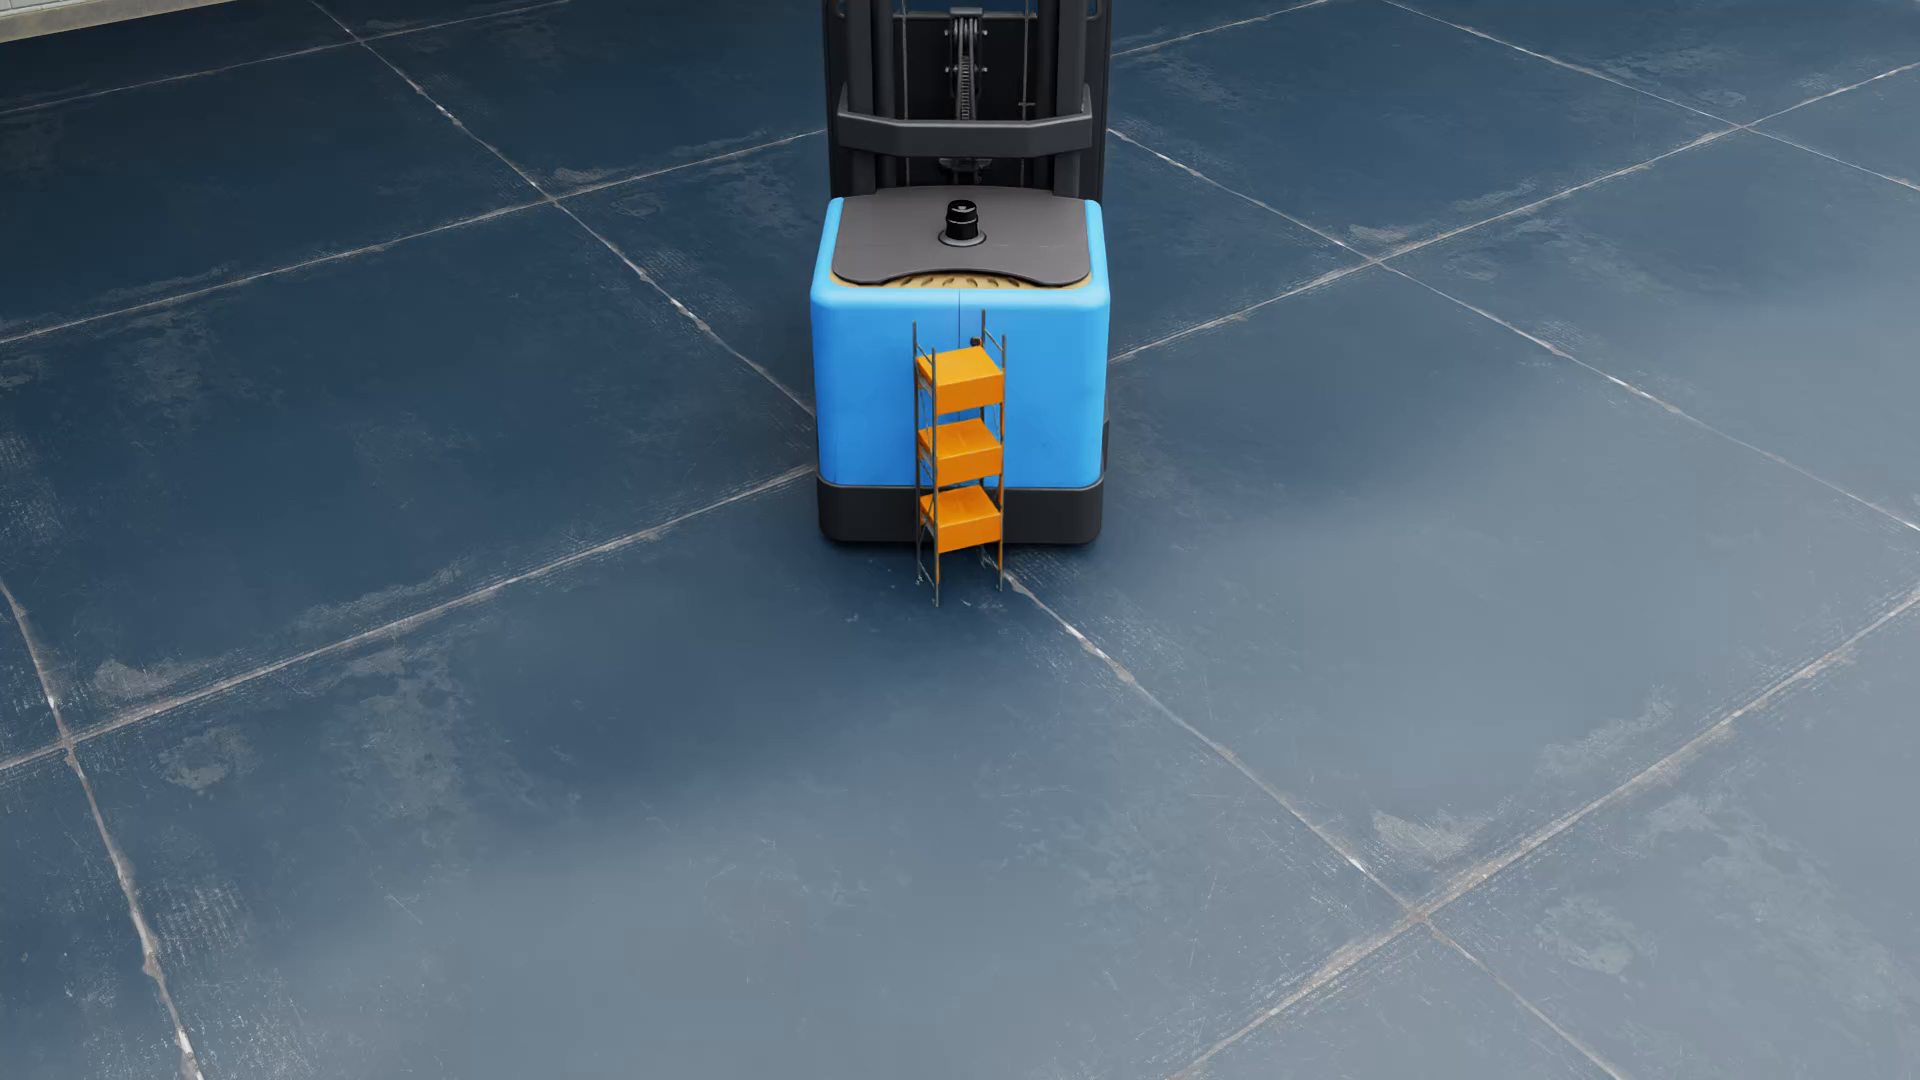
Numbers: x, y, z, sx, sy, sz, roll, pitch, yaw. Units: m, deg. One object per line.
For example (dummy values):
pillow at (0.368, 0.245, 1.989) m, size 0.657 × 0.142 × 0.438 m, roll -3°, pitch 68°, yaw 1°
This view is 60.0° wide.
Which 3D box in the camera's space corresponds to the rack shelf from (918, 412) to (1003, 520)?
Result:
rack shelf at (-0.003, -0.256, 5.725) m, size 0.240 × 0.259 × 0.215 m, roll -13°, pitch 38°, yaw -17°

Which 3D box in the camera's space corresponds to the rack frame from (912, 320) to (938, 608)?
rack frame at (-0.117, -0.239, 5.683) m, size 0.008 × 1.050 × 0.200 m, roll -13°, pitch 38°, yaw -17°

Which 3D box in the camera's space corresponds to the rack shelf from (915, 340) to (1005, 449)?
rack shelf at (-0.003, -0.486, 5.559) m, size 0.240 × 0.259 × 0.215 m, roll -13°, pitch 38°, yaw -17°

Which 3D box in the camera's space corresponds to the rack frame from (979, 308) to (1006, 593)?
rack frame at (0.111, -0.290, 5.755) m, size 0.008 × 1.050 × 0.200 m, roll -13°, pitch 38°, yaw -17°

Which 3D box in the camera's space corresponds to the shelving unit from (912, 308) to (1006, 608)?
shelving unit at (-0.003, -0.265, 5.719) m, size 0.252 × 1.050 × 0.215 m, roll -13°, pitch 38°, yaw -17°

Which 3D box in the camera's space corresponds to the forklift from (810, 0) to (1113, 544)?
forklift at (0.032, -2.005, 6.528) m, size 1.130 × 2.935 × 3.031 m, roll 1°, pitch 36°, yaw 1°

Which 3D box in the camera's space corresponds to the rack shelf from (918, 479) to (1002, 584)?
rack shelf at (-0.003, -0.030, 5.887) m, size 0.240 × 0.259 × 0.215 m, roll -13°, pitch 38°, yaw -17°
